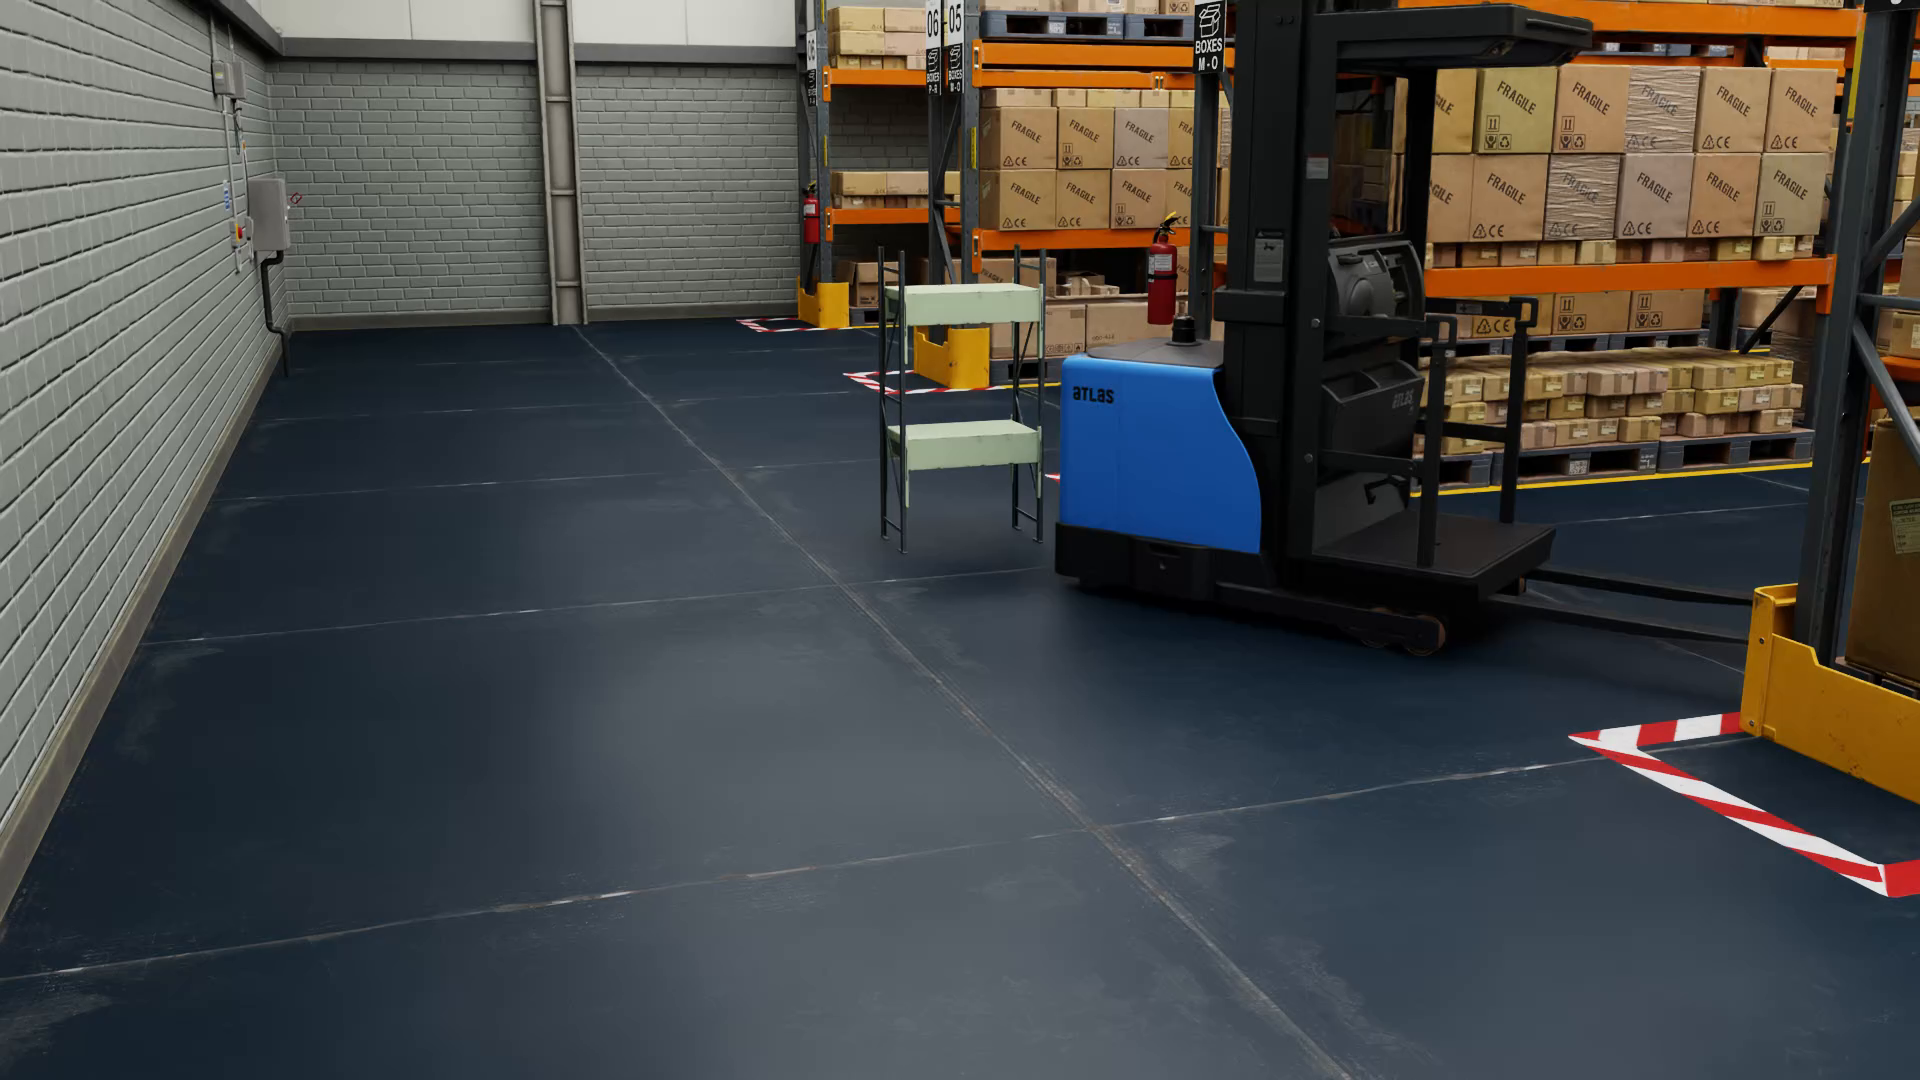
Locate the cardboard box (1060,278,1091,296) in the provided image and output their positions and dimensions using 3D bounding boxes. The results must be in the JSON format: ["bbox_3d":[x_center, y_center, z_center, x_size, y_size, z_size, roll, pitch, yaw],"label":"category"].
[{"bbox_3d":[1.370,-2.989,19.728,0.258,0.266,0.396,-4,14,-16],"label":"cardboard box"}]

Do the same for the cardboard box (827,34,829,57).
[{"bbox_3d":[-1.313,-5.575,18.798,0.500,0.250,0.500,-5,14,-19],"label":"cardboard box"}]

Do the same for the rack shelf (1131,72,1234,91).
[{"bbox_3d":[4.038,-5.504,20.371,4.000,0.370,1.077,-4,14,-18],"label":"rack shelf"}]

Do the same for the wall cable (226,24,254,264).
[{"bbox_3d":[-5.862,-3.246,13.613,0.122,1.984,0.588,-4,14,-18],"label":"wall cable"}]

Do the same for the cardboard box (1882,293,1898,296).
[{"bbox_3d":[6.521,-1.579,11.672,0.500,0.250,0.500,-4,14,-15],"label":"cardboard box"}]

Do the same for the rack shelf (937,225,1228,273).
[{"bbox_3d":[1.834,-2.661,14.902,4.000,0.370,1.077,-4,14,-18],"label":"rack shelf"}]

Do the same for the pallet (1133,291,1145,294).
[{"bbox_3d":[2.902,-2.958,20.625,1.213,0.211,1.003,-4,14,-18],"label":"pallet"}]

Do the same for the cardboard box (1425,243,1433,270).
[{"bbox_3d":[2.525,-1.651,9.644,0.250,0.149,0.380,-5,14,-20],"label":"cardboard box"}]

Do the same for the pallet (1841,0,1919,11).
[{"bbox_3d":[6.023,-3.470,10.674,1.003,0.211,1.213,-4,14,-18],"label":"pallet"}]

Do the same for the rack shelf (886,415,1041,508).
[{"bbox_3d":[0.006,-0.413,8.547,0.720,0.370,0.431,-4,14,-18],"label":"rack shelf"}]

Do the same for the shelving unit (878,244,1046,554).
[{"bbox_3d":[0.006,-0.730,8.471,0.755,1.500,0.431,-4,14,-18],"label":"shelving unit"}]

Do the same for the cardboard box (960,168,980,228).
[{"bbox_3d":[0.311,-3.006,14.580,0.500,0.500,0.500,-4,14,-18],"label":"cardboard box"}]

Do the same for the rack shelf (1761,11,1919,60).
[{"bbox_3d":[7.300,-3.337,11.263,4.000,0.370,1.077,-4,14,-18],"label":"rack shelf"}]

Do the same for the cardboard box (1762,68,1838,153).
[{"bbox_3d":[5.045,-2.666,10.349,0.500,0.500,0.500,-5,14,-20],"label":"cardboard box"}]

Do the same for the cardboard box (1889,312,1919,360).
[{"bbox_3d":[3.332,-0.666,5.504,0.250,0.149,0.380,-4,14,-17],"label":"cardboard box"}]

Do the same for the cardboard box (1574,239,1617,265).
[{"bbox_3d":[3.749,-1.754,10.079,0.250,0.149,0.380,-4,14,-17],"label":"cardboard box"}]

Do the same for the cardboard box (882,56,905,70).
[{"bbox_3d":[-0.783,-5.301,18.509,0.250,0.149,0.380,-4,14,-18],"label":"cardboard box"}]

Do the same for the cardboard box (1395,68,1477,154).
[{"bbox_3d":[2.599,-2.478,9.560,0.500,0.500,0.500,-4,14,-16],"label":"cardboard box"}]

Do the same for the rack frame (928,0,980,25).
[{"bbox_3d":[-0.062,-5.782,13.504,0.127,3.000,1.000,-4,14,-18],"label":"rack frame"}]

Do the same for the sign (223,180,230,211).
[{"bbox_3d":[-5.441,-2.558,12.332,0.001,0.218,0.327,-4,14,-18],"label":"sign"}]

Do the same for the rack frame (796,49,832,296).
[{"bbox_3d":[-1.648,-3.952,18.774,0.127,3.000,1.000,-4,14,-18],"label":"rack frame"}]

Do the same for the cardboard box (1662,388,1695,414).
[{"bbox_3d":[4.437,-0.906,10.580,0.250,0.149,0.380,-4,14,-18],"label":"cardboard box"}]

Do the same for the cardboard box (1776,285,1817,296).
[{"bbox_3d":[8.756,-2.475,17.338,0.625,0.372,0.950,-5,14,-19],"label":"cardboard box"}]

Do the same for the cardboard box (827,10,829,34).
[{"bbox_3d":[-1.316,-5.820,18.747,0.500,0.250,0.500,-5,14,-20],"label":"cardboard box"}]

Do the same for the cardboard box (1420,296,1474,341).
[{"bbox_3d":[4.292,-2.392,15.903,0.875,0.875,0.875,-4,14,-16],"label":"cardboard box"}]

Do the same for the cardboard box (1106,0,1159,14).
[{"bbox_3d":[1.373,-4.632,14.219,0.500,0.311,0.500,-4,14,-17],"label":"cardboard box"}]

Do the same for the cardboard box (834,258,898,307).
[{"bbox_3d":[-1.038,-2.966,19.116,0.637,0.503,0.797,-5,14,-20],"label":"cardboard box"}]

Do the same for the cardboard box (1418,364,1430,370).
[{"bbox_3d":[2.761,-1.045,10.520,0.250,0.149,0.380,-5,14,-20],"label":"cardboard box"}]

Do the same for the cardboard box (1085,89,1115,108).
[{"bbox_3d":[1.115,-3.732,14.071,0.250,0.149,0.380,-5,14,-20],"label":"cardboard box"}]

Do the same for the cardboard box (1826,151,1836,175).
[{"bbox_3d":[5.722,-2.524,11.122,0.250,0.149,0.380,-4,14,-15],"label":"cardboard box"}]

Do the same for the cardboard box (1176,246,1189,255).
[{"bbox_3d":[2.568,-3.519,20.046,0.250,0.149,0.380,-4,14,-15],"label":"cardboard box"}]

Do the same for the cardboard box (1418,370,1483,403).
[{"bbox_3d":[2.929,-0.930,10.037,0.250,0.149,0.380,-5,14,-21],"label":"cardboard box"}]

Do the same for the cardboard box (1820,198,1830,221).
[{"bbox_3d":[5.717,-2.235,11.193,0.250,0.149,0.380,-5,14,-19],"label":"cardboard box"}]

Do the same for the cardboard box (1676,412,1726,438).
[{"bbox_3d":[4.638,-0.759,10.607,0.250,0.149,0.380,-5,14,-20],"label":"cardboard box"}]

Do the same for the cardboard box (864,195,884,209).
[{"bbox_3d":[-1.023,-3.822,18.773,0.250,0.149,0.380,-4,14,-17],"label":"cardboard box"}]

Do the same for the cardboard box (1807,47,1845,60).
[{"bbox_3d":[8.422,-5.029,16.606,0.500,0.500,0.700,-4,14,-18],"label":"cardboard box"}]

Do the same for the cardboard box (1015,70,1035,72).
[{"bbox_3d":[0.672,-5.407,18.953,0.250,0.149,0.380,-4,14,-17],"label":"cardboard box"}]

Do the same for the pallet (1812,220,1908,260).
[{"bbox_3d":[6.175,-2.011,11.031,1.213,0.211,1.003,-4,14,-18],"label":"pallet"}]

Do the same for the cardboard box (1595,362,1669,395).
[{"bbox_3d":[4.189,-1.014,10.391,0.250,0.149,0.380,-5,14,-21],"label":"cardboard box"}]

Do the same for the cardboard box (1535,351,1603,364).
[{"bbox_3d":[4.000,-1.145,10.943,0.250,0.149,0.380,-4,14,-17],"label":"cardboard box"}]

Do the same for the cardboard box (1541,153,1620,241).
[{"bbox_3d":[3.575,-2.068,9.997,0.500,0.500,0.500,-5,14,-20],"label":"cardboard box"}]

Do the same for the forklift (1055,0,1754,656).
[{"bbox_3d":[1.932,-1.097,6.923,3.031,2.935,1.130,10,16,35],"label":"forklift"}]

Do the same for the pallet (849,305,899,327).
[{"bbox_3d":[-0.821,-2.660,19.368,1.213,0.211,1.003,-4,14,-18],"label":"pallet"}]

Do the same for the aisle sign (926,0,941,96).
[{"bbox_3d":[-0.229,-4.191,14.161,0.004,0.787,0.394,-4,14,-18],"label":"aisle sign"}]

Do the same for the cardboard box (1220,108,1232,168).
[{"bbox_3d":[2.407,-3.523,14.594,0.500,0.500,0.500,-4,14,-17],"label":"cardboard box"}]

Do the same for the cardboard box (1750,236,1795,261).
[{"bbox_3d":[4.999,-1.843,10.450,0.250,0.149,0.380,-5,14,-20],"label":"cardboard box"}]

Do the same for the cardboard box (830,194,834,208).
[{"bbox_3d":[-1.420,-3.913,19.153,0.250,0.149,0.380,-5,14,-19],"label":"cardboard box"}]

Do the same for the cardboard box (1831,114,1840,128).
[{"bbox_3d":[8.981,-4.350,17.278,0.250,0.149,0.380,-5,14,-21],"label":"cardboard box"}]

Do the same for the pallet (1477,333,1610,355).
[{"bbox_3d":[5.595,-1.966,16.453,1.213,0.211,1.003,-4,14,-18],"label":"pallet"}]

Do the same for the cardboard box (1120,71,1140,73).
[{"bbox_3d":[1.896,-5.493,19.313,0.250,0.149,0.380,-5,14,-18],"label":"cardboard box"}]

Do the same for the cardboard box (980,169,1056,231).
[{"bbox_3d":[0.485,-2.884,14.071,0.500,0.500,0.500,-5,14,-19],"label":"cardboard box"}]

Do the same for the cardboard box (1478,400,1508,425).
[{"bbox_3d":[3.172,-0.810,10.178,0.250,0.149,0.380,-5,14,-21],"label":"cardboard box"}]

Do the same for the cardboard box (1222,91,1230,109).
[{"bbox_3d":[2.307,-3.836,14.509,0.250,0.149,0.380,-5,14,-19],"label":"cardboard box"}]

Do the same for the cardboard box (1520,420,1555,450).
[{"bbox_3d":[3.419,-0.662,10.196,0.250,0.149,0.380,-5,14,-21],"label":"cardboard box"}]
